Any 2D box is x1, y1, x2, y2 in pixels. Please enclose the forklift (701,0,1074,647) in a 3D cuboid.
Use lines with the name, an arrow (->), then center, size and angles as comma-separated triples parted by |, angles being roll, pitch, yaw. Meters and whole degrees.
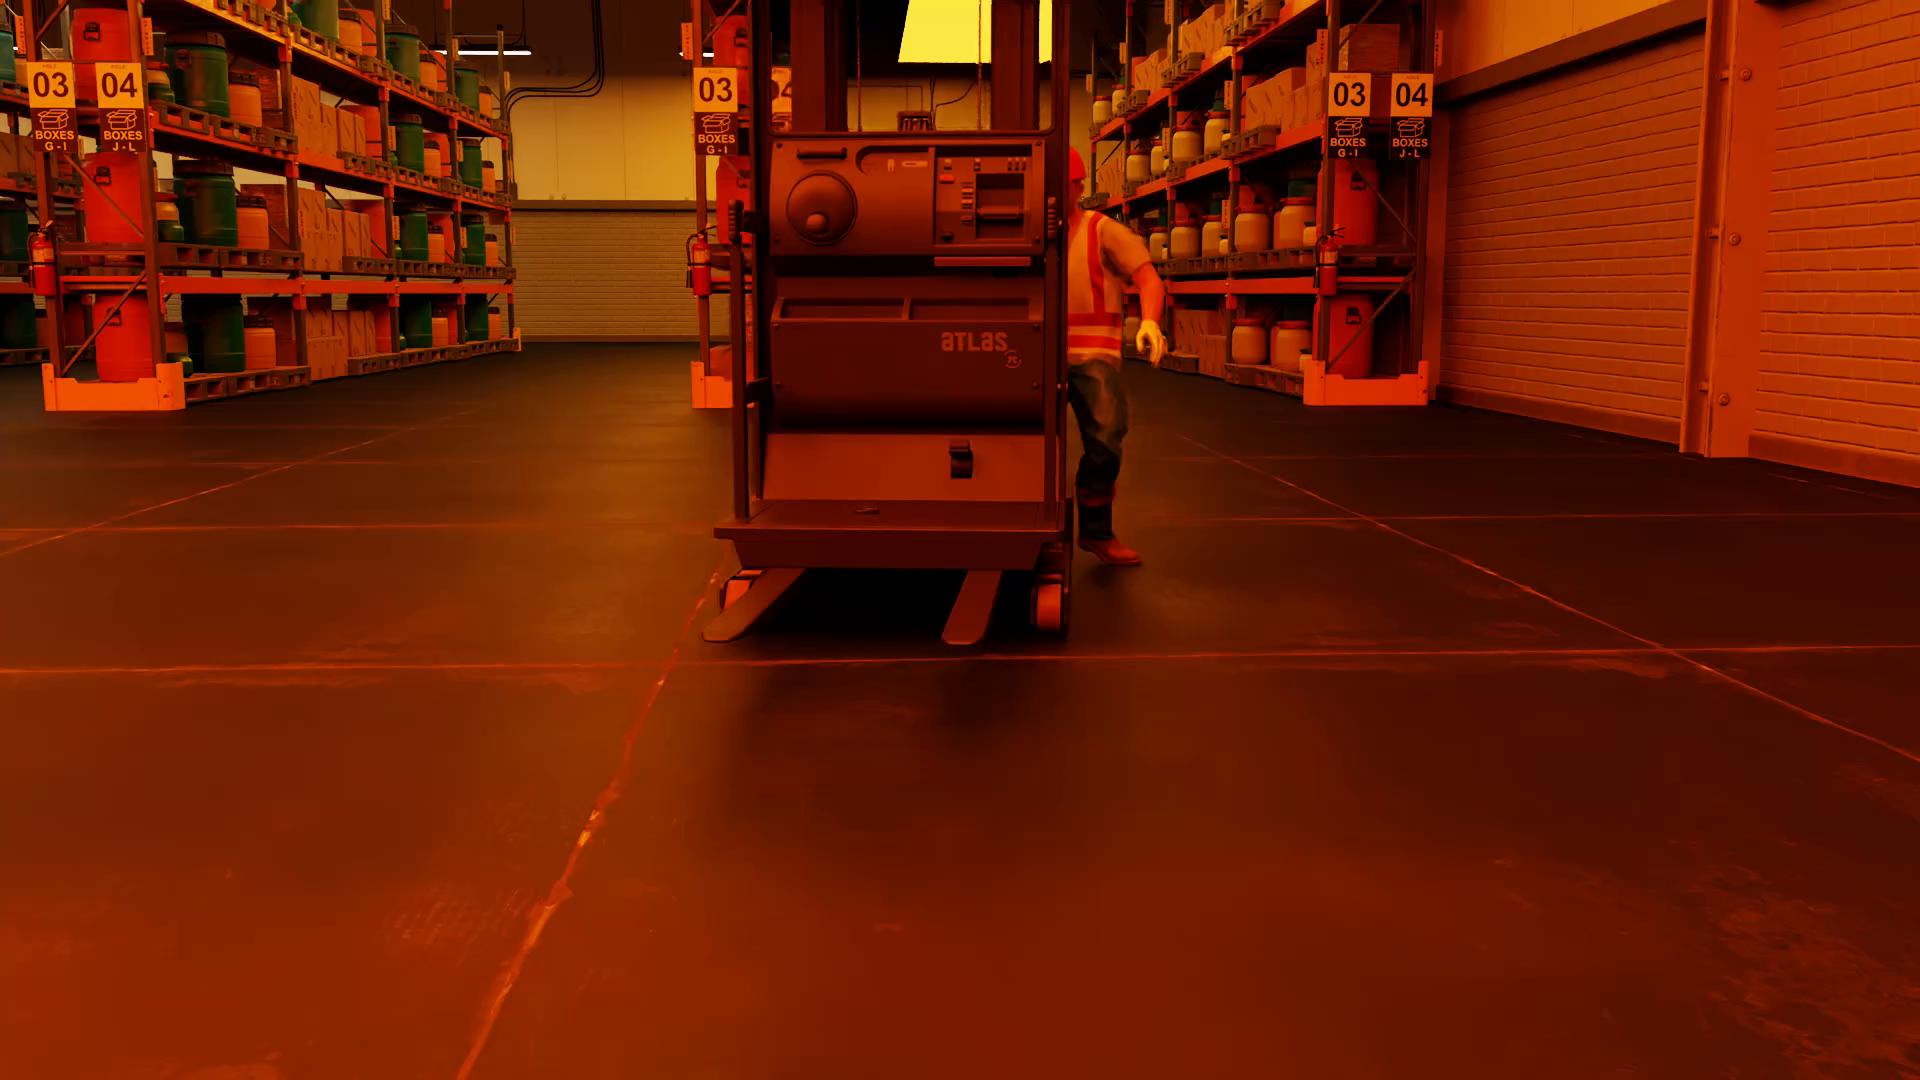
forklift -> -0.190, -1.200, 5.411 | 1.130, 2.935, 3.031 | 1, 8, 4

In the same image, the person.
person -> 0.397, -0.713, 6.529 | 0.901, 1.661, 0.661 | 4, 9, 23
